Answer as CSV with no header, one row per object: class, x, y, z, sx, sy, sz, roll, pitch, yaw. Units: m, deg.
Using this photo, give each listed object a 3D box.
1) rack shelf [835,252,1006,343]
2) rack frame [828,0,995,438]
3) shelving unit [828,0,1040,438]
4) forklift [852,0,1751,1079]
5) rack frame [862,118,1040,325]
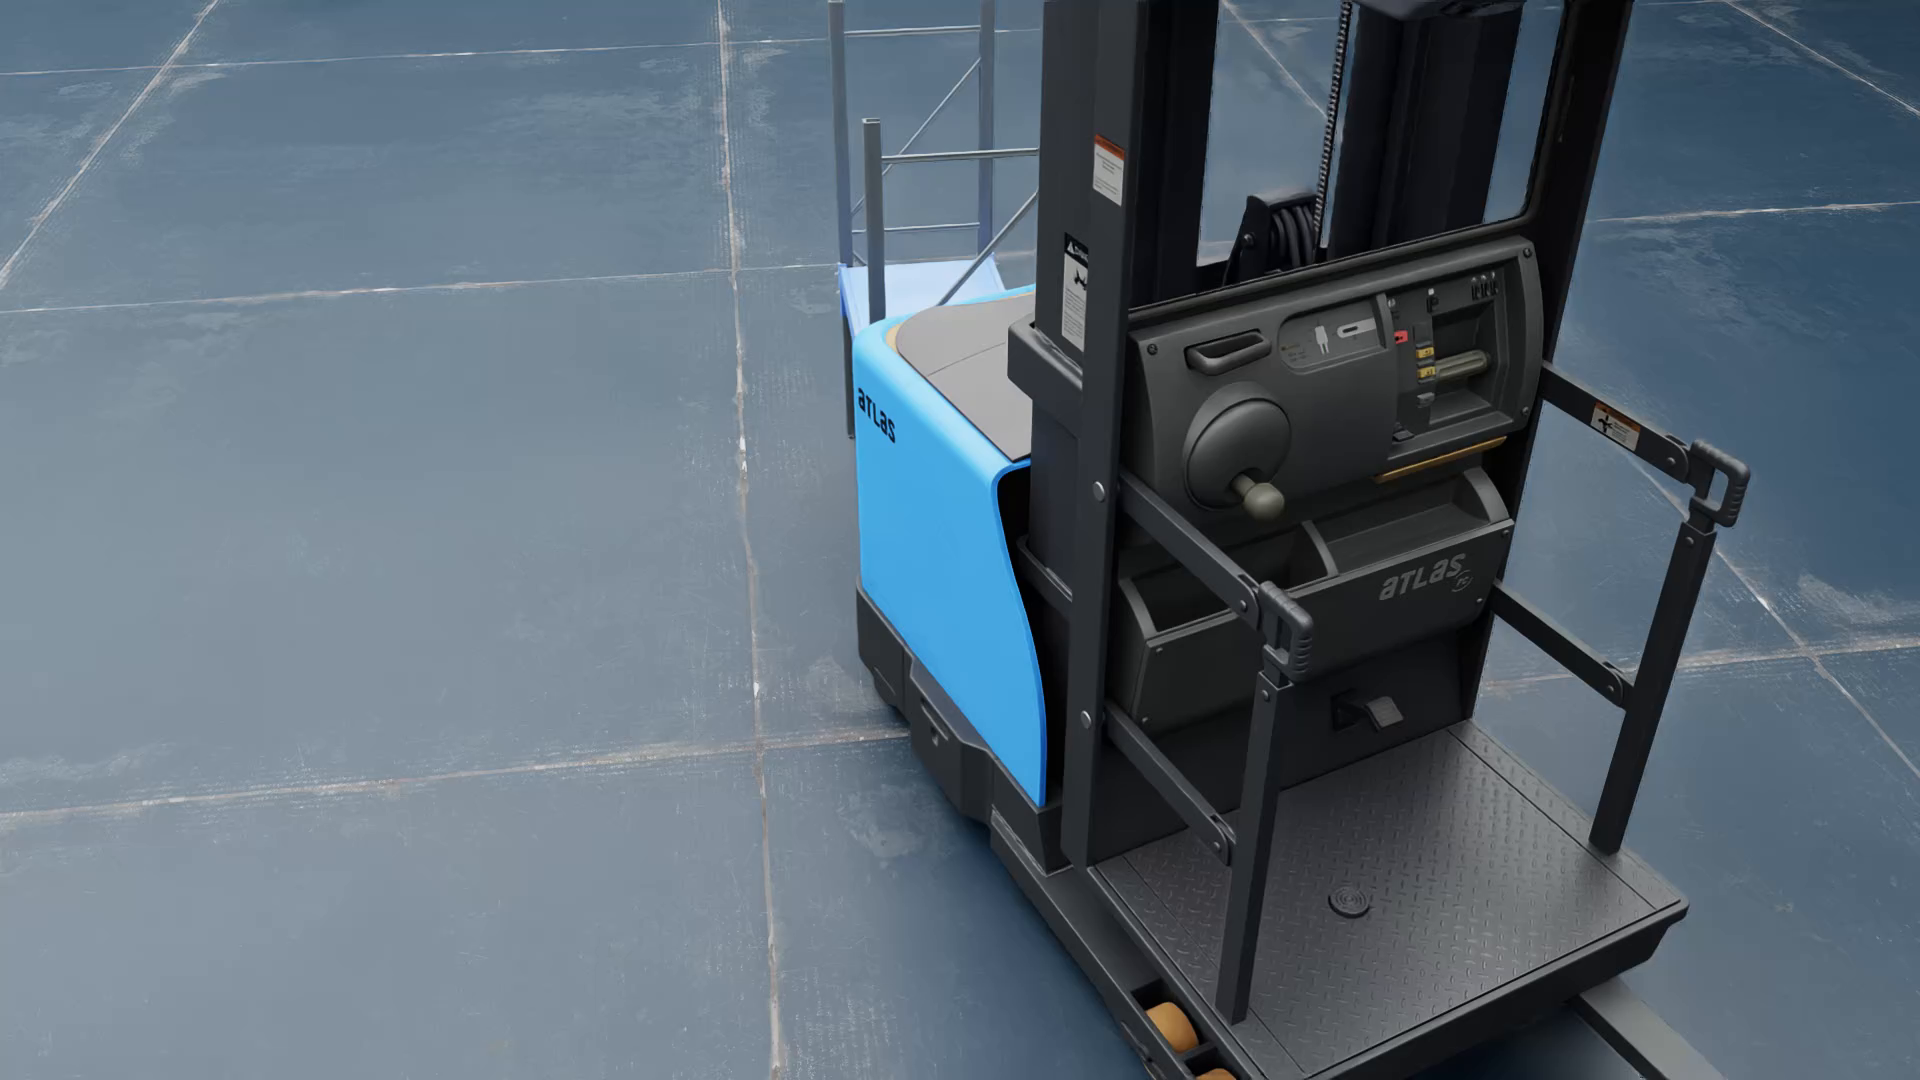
rack shelf,-0.068,-0.570,5.074,0.538,0.185,1.000,-5,35,-7
rack frame,-0.144,-1.002,5.388,0.500,1.500,0.032,-5,35,-7
shelving unit,-0.068,-0.719,4.973,0.538,1.500,1.048,-5,35,-7
forklift,0.843,-0.249,3.012,1.130,2.935,3.031,-16,38,-22
rack frame,0.007,-0.436,4.557,0.500,1.500,0.032,-5,35,-7
